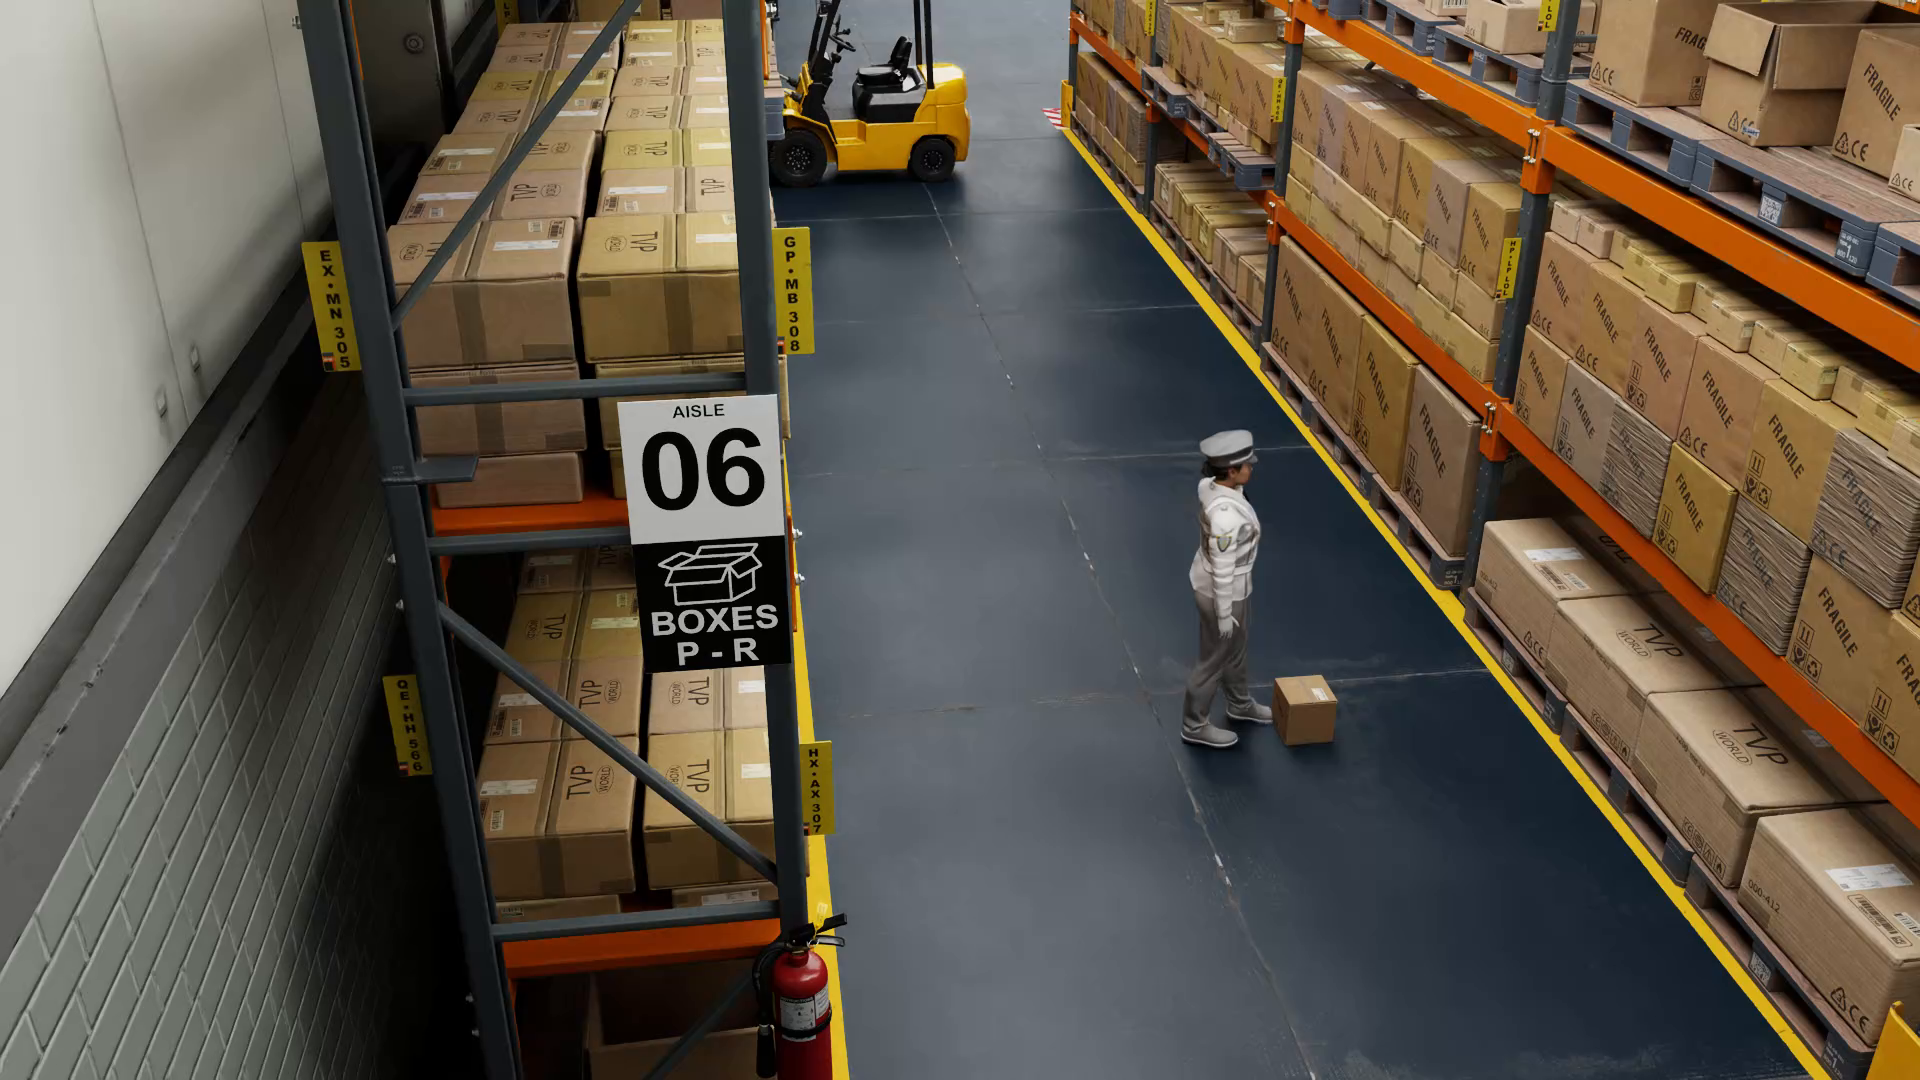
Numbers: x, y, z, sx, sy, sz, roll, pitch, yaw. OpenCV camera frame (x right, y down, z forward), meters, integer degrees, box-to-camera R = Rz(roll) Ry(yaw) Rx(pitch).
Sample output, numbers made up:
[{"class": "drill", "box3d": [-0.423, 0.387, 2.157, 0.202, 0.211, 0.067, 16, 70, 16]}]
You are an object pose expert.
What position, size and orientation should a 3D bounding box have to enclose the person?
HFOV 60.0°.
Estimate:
[{"class": "person", "box3d": [1.386, 0.241, 8.122, 0.540, 1.689, 0.406, 0, 27, 0]}]
